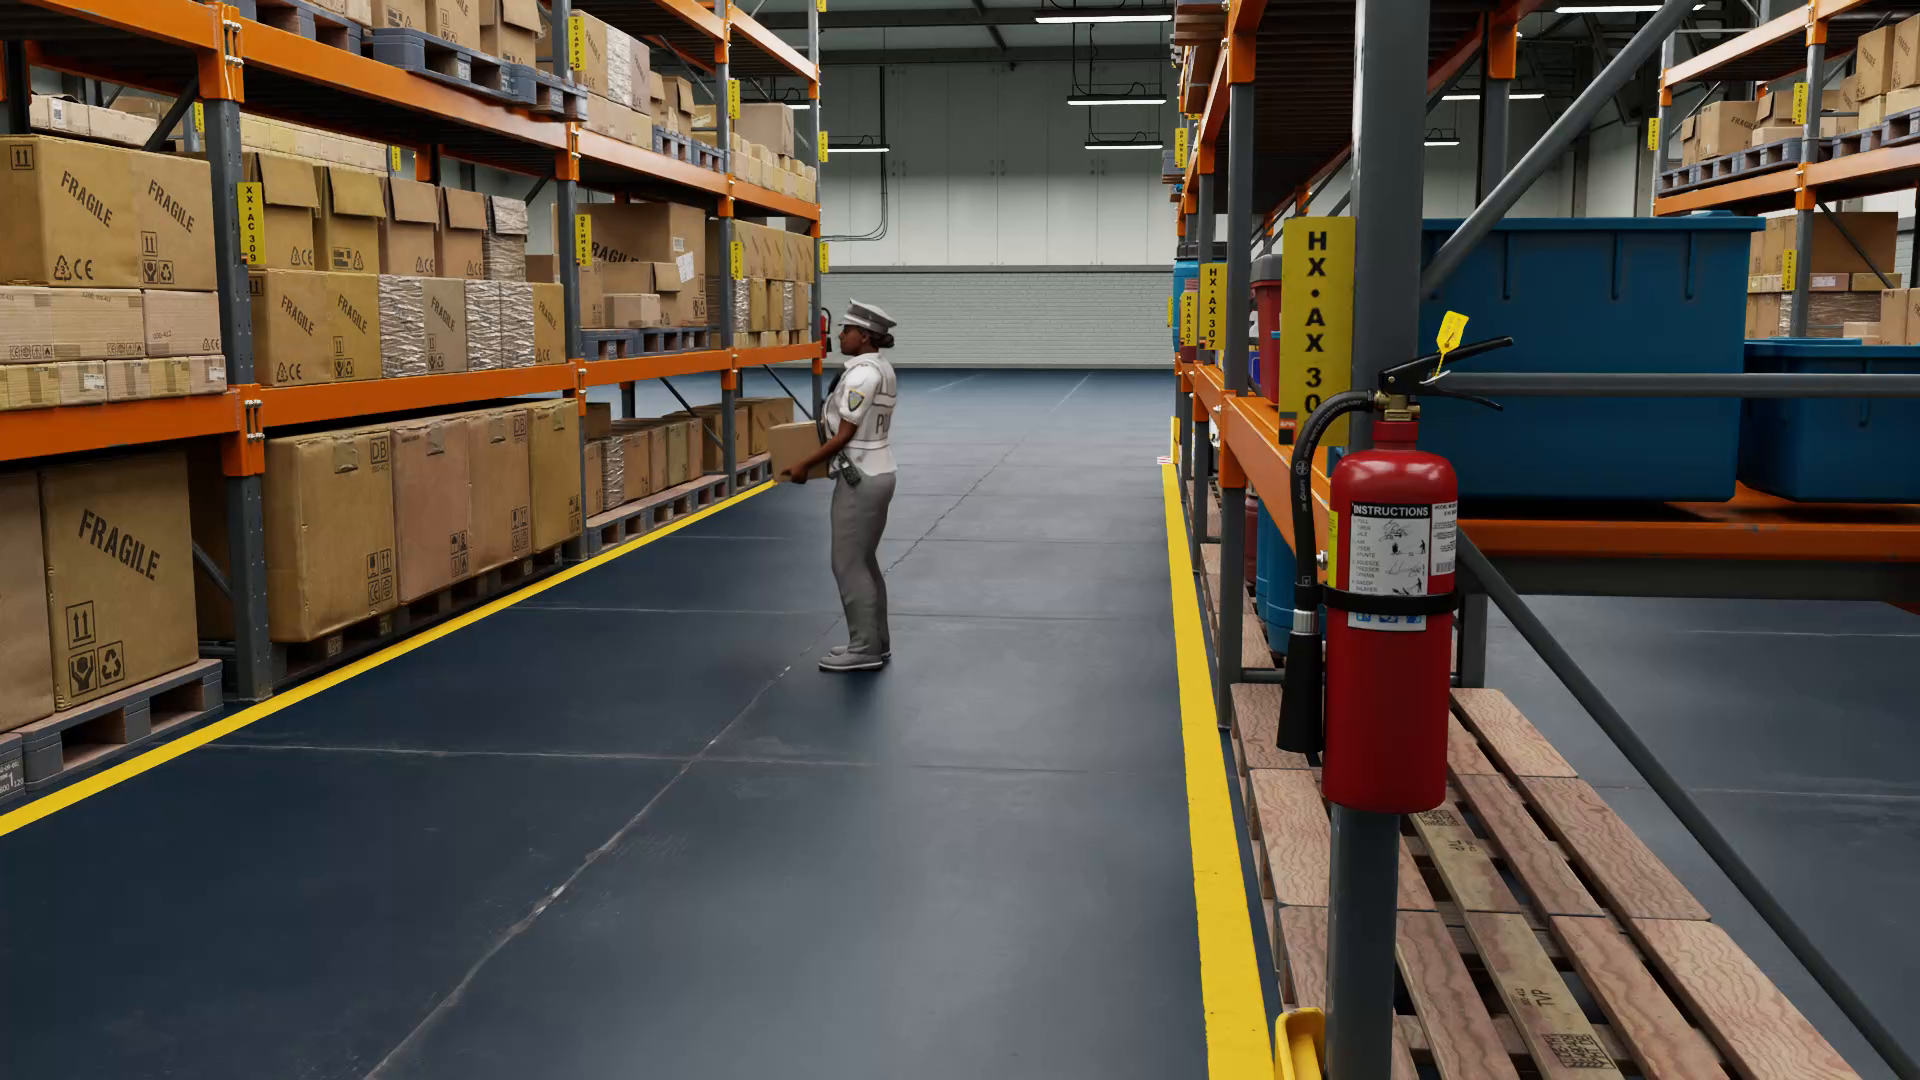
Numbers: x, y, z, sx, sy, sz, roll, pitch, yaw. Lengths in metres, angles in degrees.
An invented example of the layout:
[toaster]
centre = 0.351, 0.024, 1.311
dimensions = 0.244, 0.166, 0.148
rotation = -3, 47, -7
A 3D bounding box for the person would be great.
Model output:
[person]
centre = -0.541, -0.258, 7.624
dimensions = 0.520, 1.690, 0.449
rotation = 1, 8, 7
